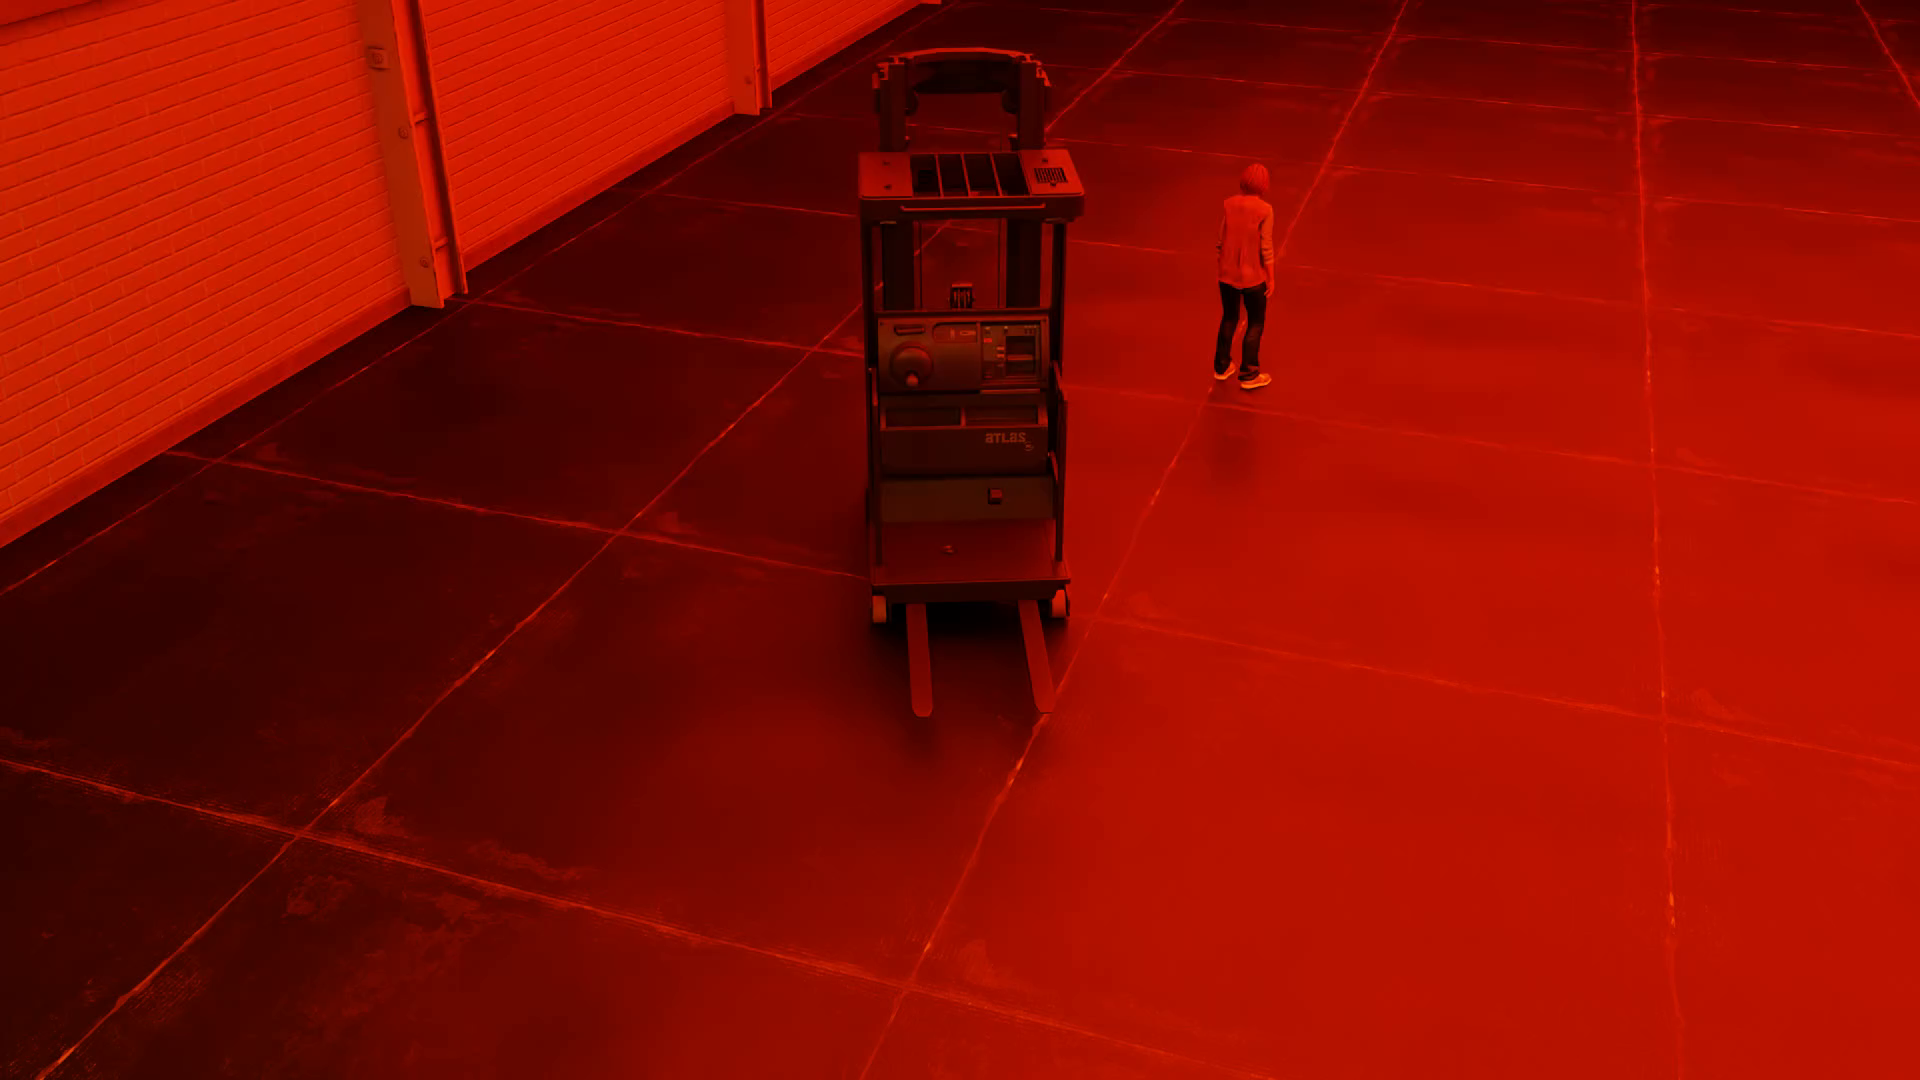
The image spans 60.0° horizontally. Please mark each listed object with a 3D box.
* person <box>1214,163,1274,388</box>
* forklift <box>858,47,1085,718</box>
[{"bbox_3d":[2.004,-1.854,11.745,0.459,1.591,0.345,23,37,34],"label":"person"},{"bbox_3d":[0.035,-0.972,8.842,1.130,2.935,3.031,-2,30,-3],"label":"forklift"}]
